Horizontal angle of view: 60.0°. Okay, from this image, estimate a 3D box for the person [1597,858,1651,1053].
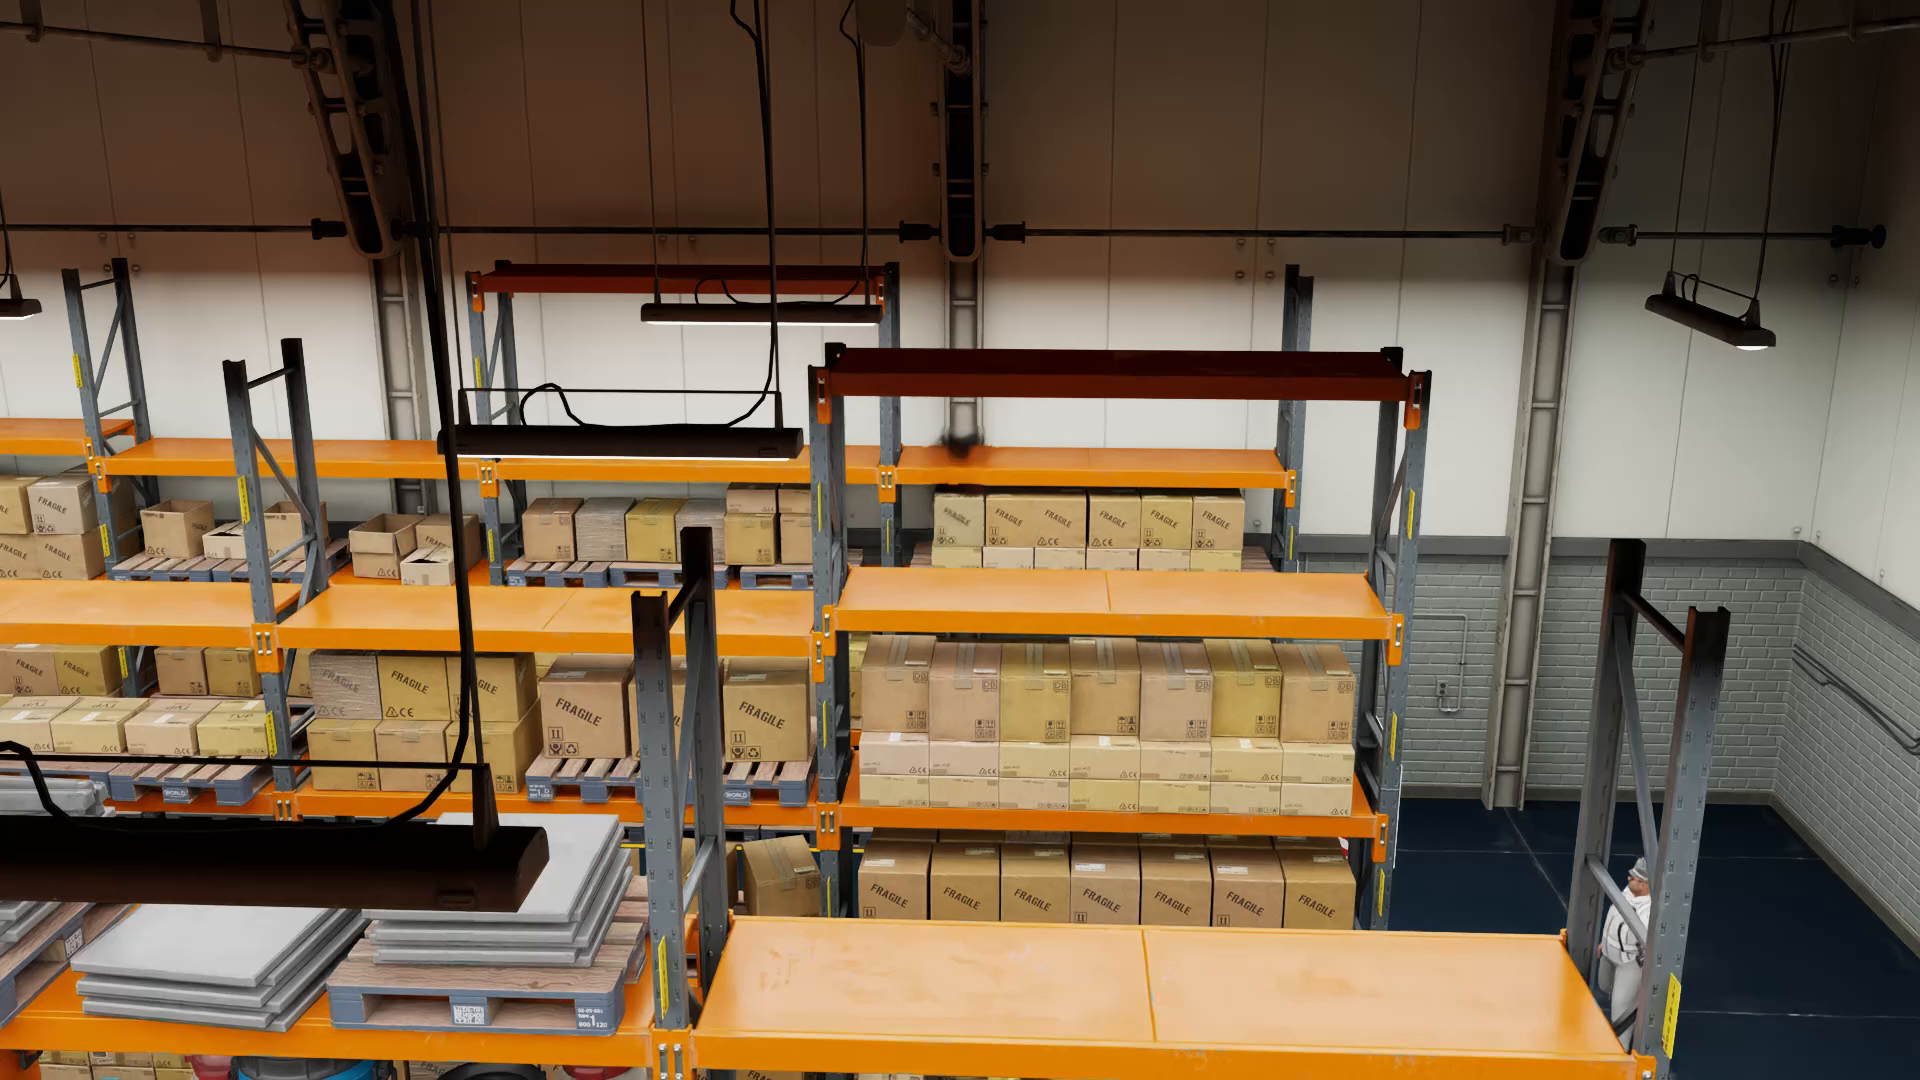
[{"bbox_3d":[5.536,3.422,13.689,0.888,1.736,0.598,-4,17,-15],"label":"person"}]
